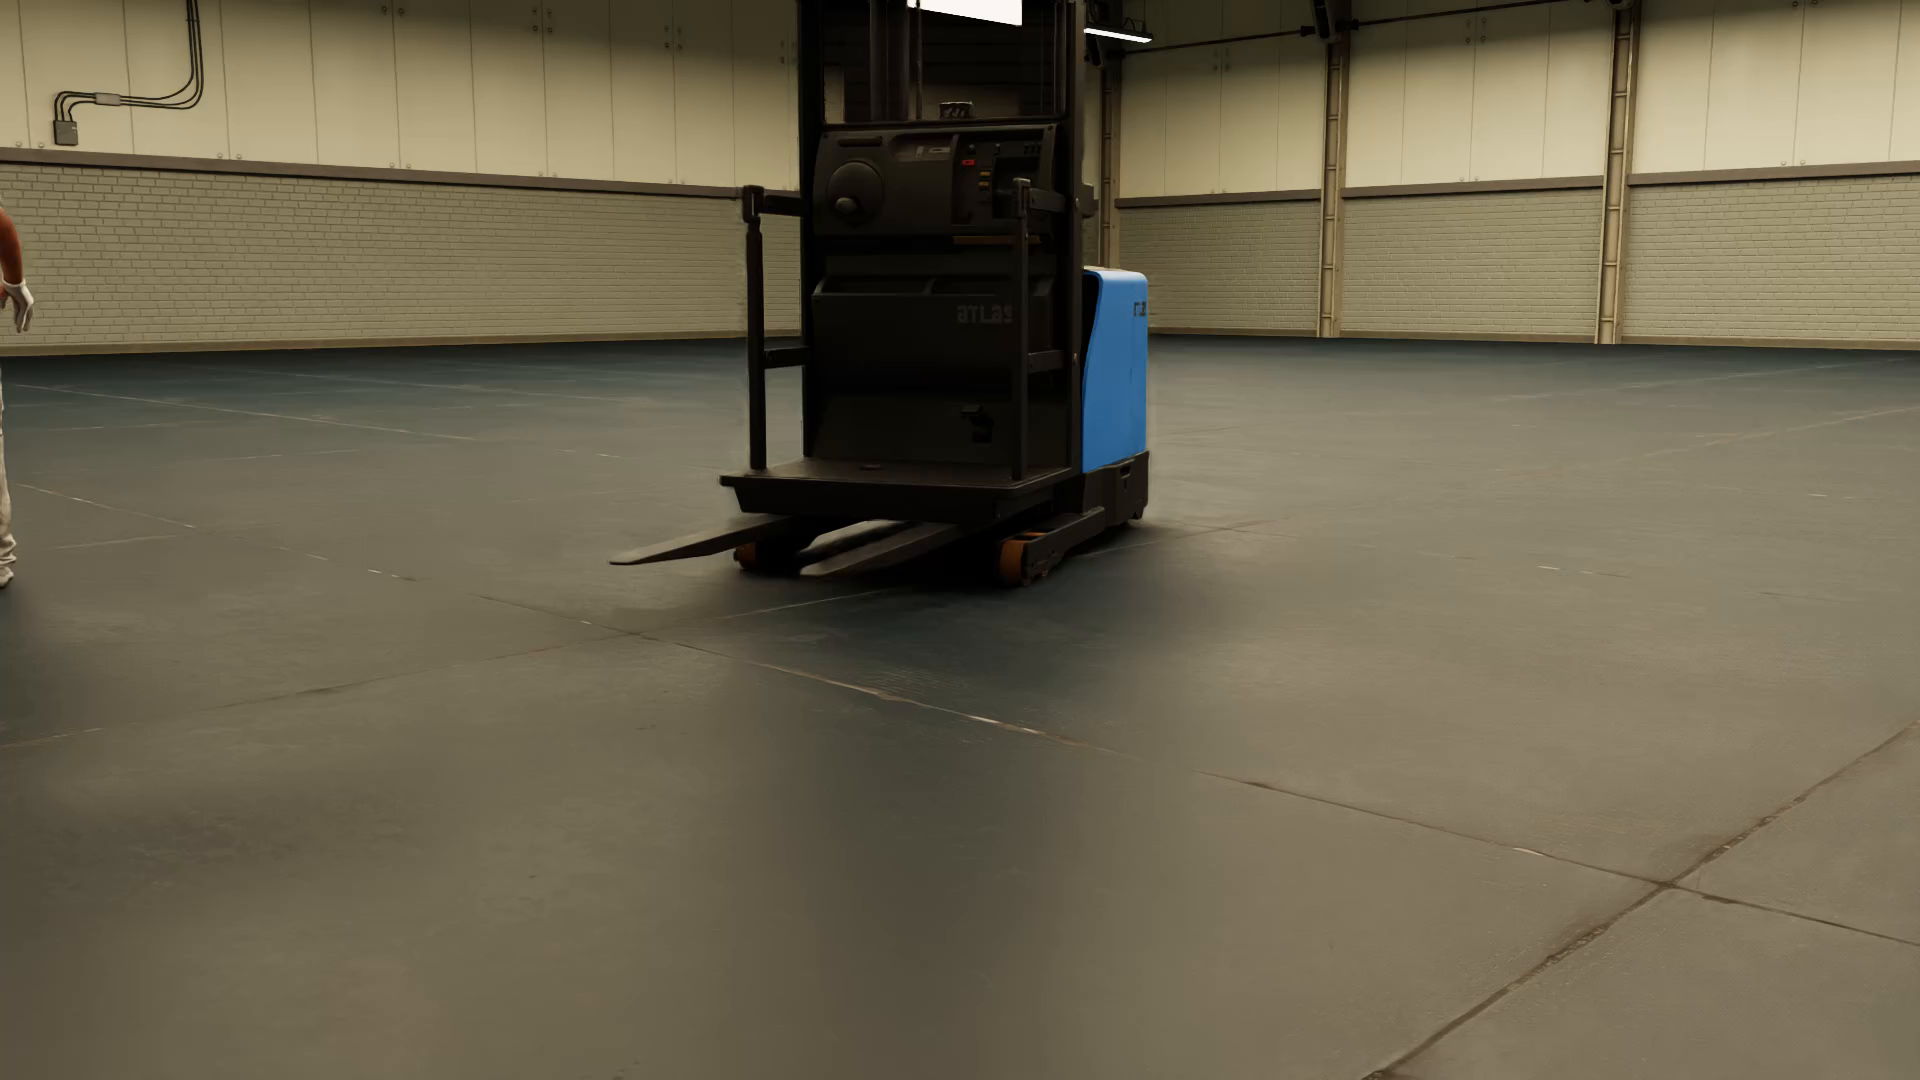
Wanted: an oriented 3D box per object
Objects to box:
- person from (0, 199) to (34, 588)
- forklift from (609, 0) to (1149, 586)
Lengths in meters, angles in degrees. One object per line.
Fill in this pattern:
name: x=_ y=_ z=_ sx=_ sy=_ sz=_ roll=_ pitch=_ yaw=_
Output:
person: x=-3.453 y=-0.687 z=5.424 sx=0.765 sy=1.748 sz=0.510 roll=-4 pitch=9 yaw=-23
forklift: x=-0.171 y=-1.358 z=5.896 sx=1.130 sy=2.935 sz=3.031 roll=3 pitch=9 yaw=20
